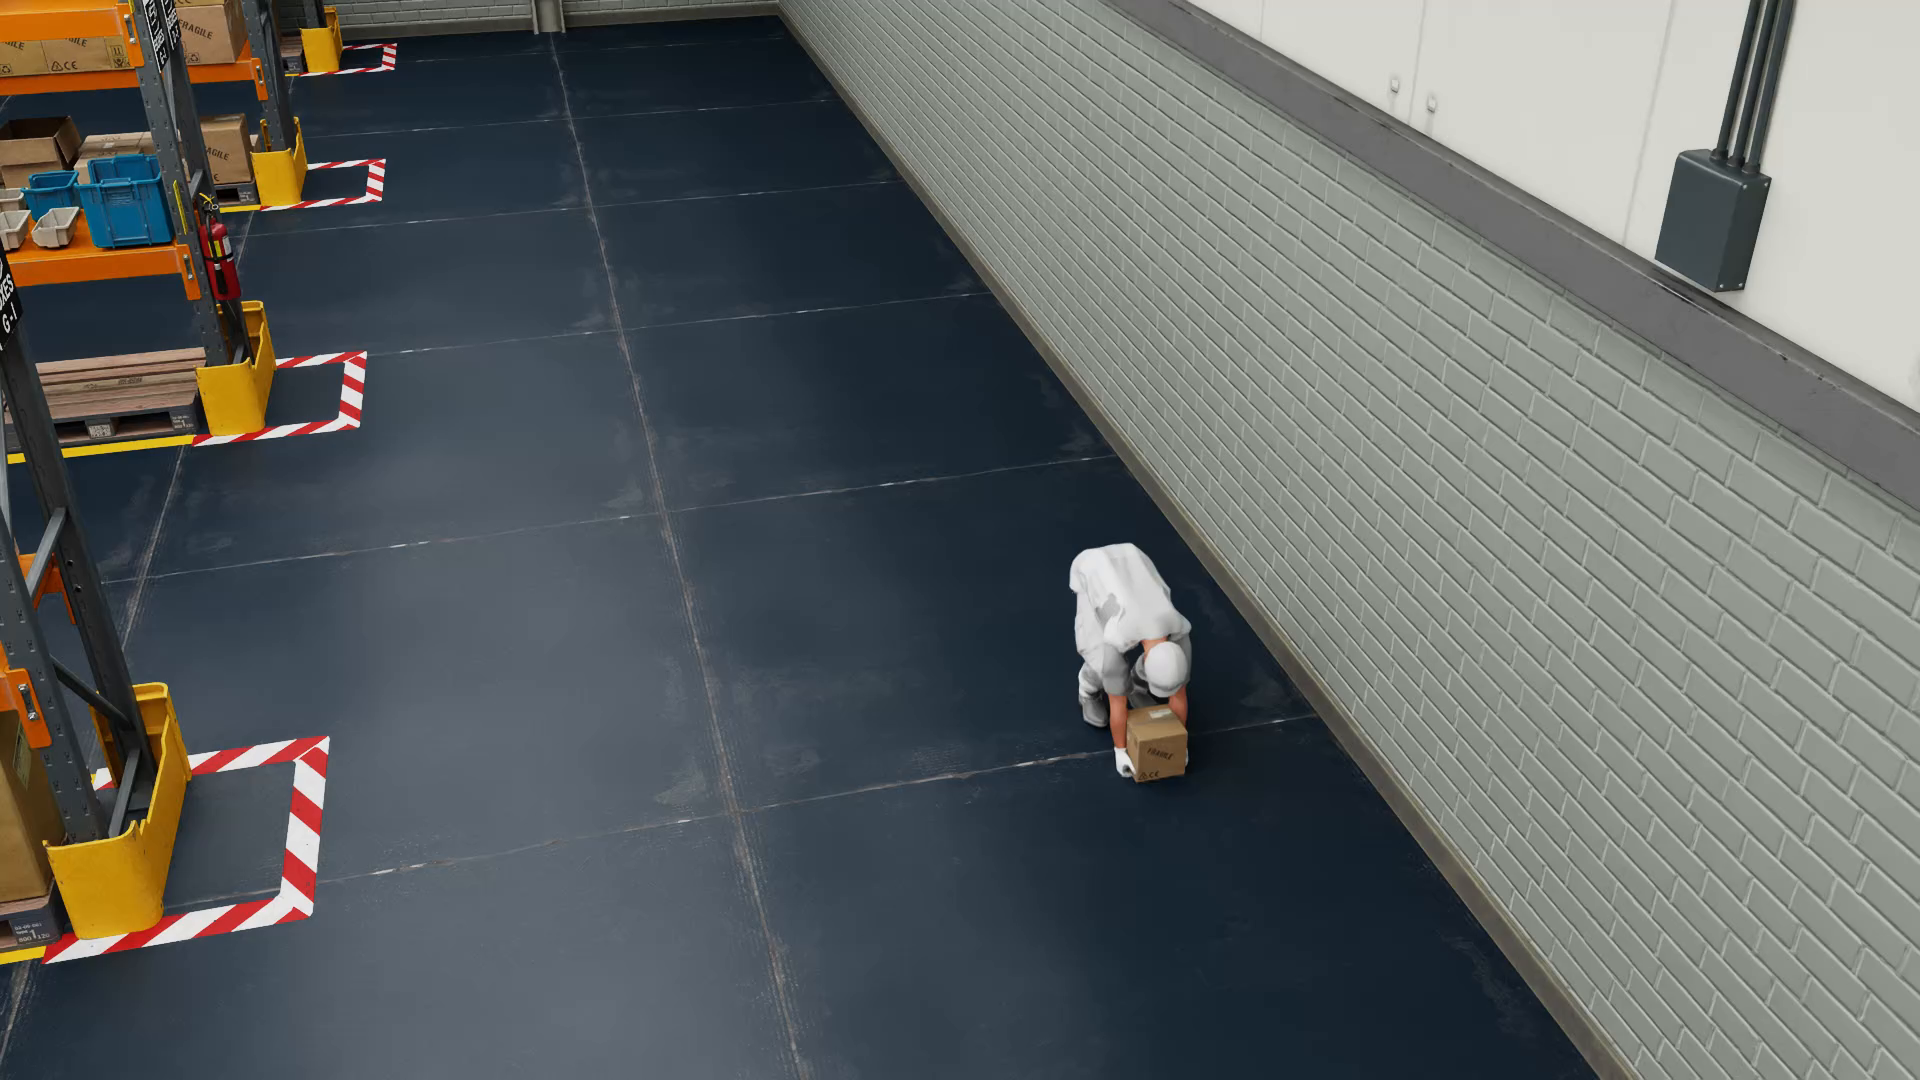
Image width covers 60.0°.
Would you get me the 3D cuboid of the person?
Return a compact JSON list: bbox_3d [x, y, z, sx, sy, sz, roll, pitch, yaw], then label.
[{"bbox_3d":[0.855,0.563,8.145,0.535,0.915,0.956,-9,31,-15],"label":"person"}]
